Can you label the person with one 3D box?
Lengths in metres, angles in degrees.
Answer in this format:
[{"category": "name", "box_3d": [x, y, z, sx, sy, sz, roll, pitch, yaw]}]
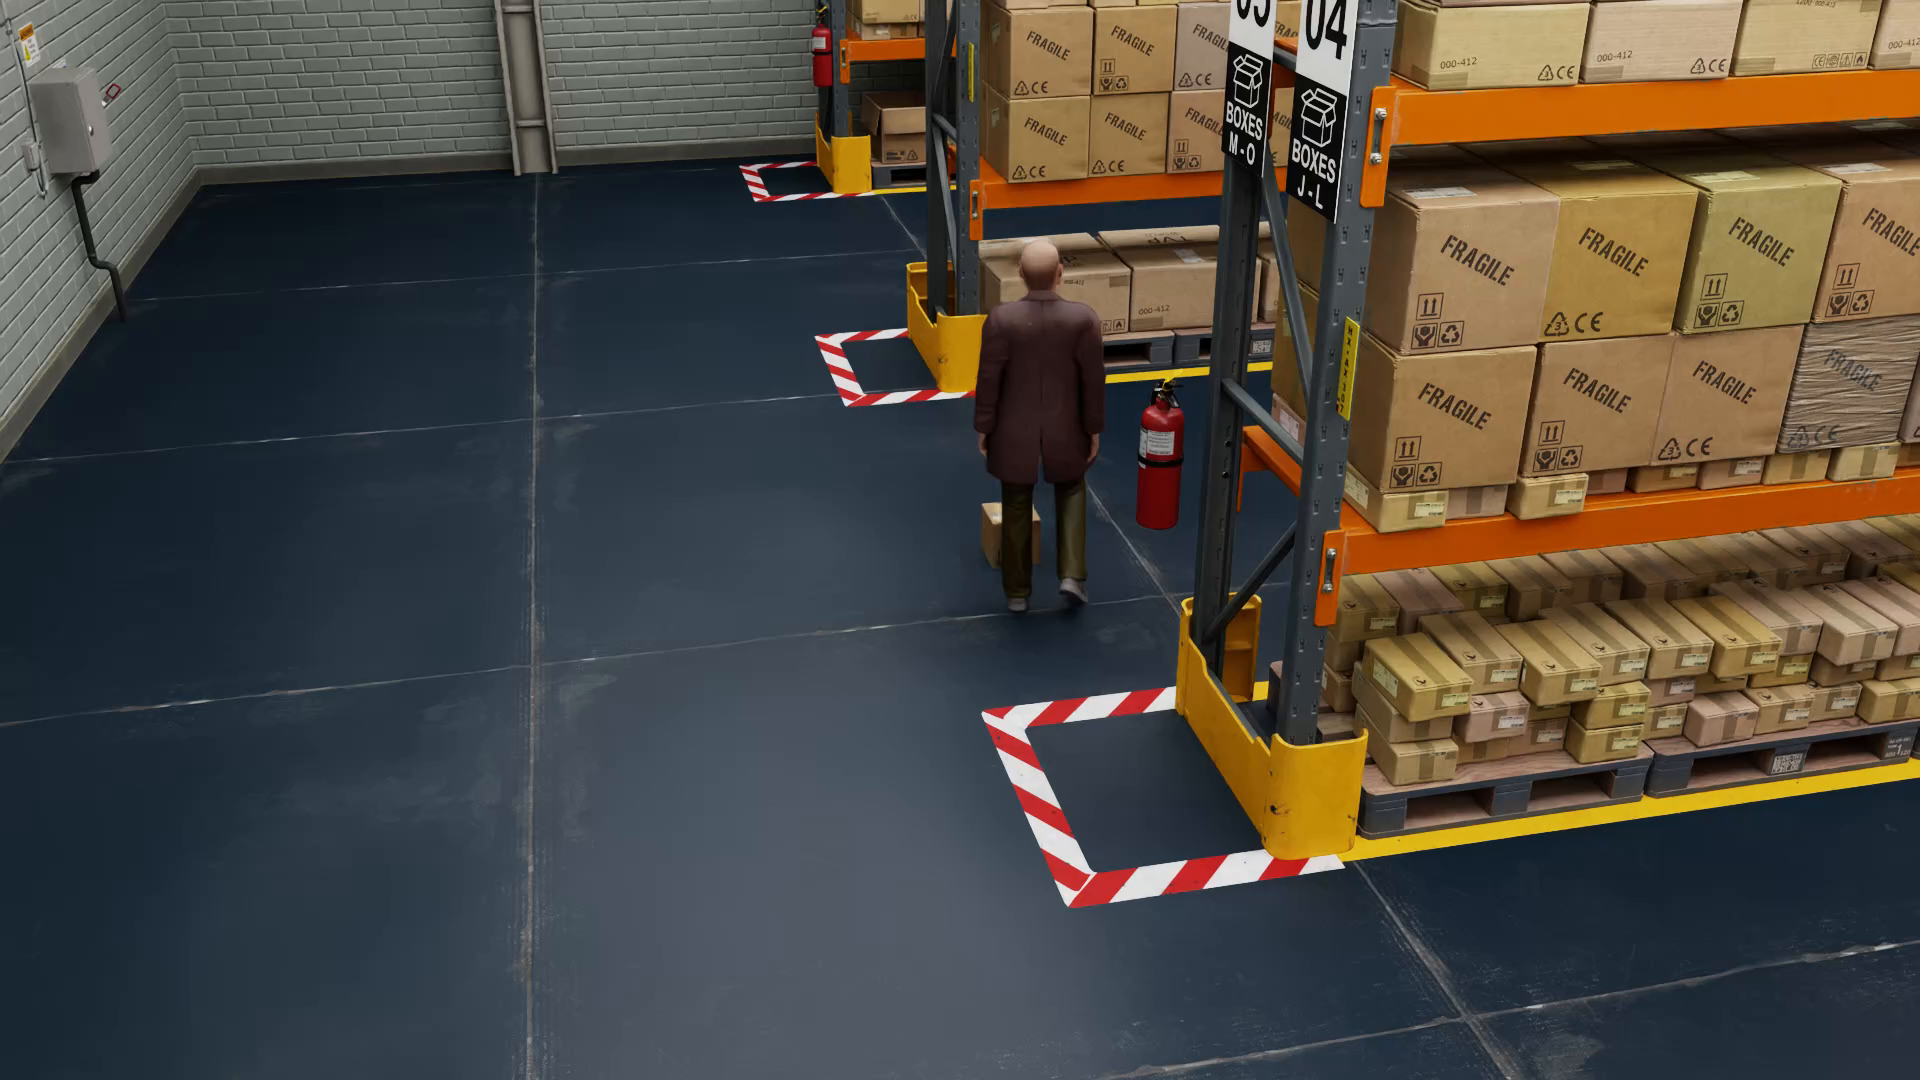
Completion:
[{"category": "person", "box_3d": [0.369, -0.375, 7.684, 0.564, 1.520, 0.396, -5, 27, -10]}]
